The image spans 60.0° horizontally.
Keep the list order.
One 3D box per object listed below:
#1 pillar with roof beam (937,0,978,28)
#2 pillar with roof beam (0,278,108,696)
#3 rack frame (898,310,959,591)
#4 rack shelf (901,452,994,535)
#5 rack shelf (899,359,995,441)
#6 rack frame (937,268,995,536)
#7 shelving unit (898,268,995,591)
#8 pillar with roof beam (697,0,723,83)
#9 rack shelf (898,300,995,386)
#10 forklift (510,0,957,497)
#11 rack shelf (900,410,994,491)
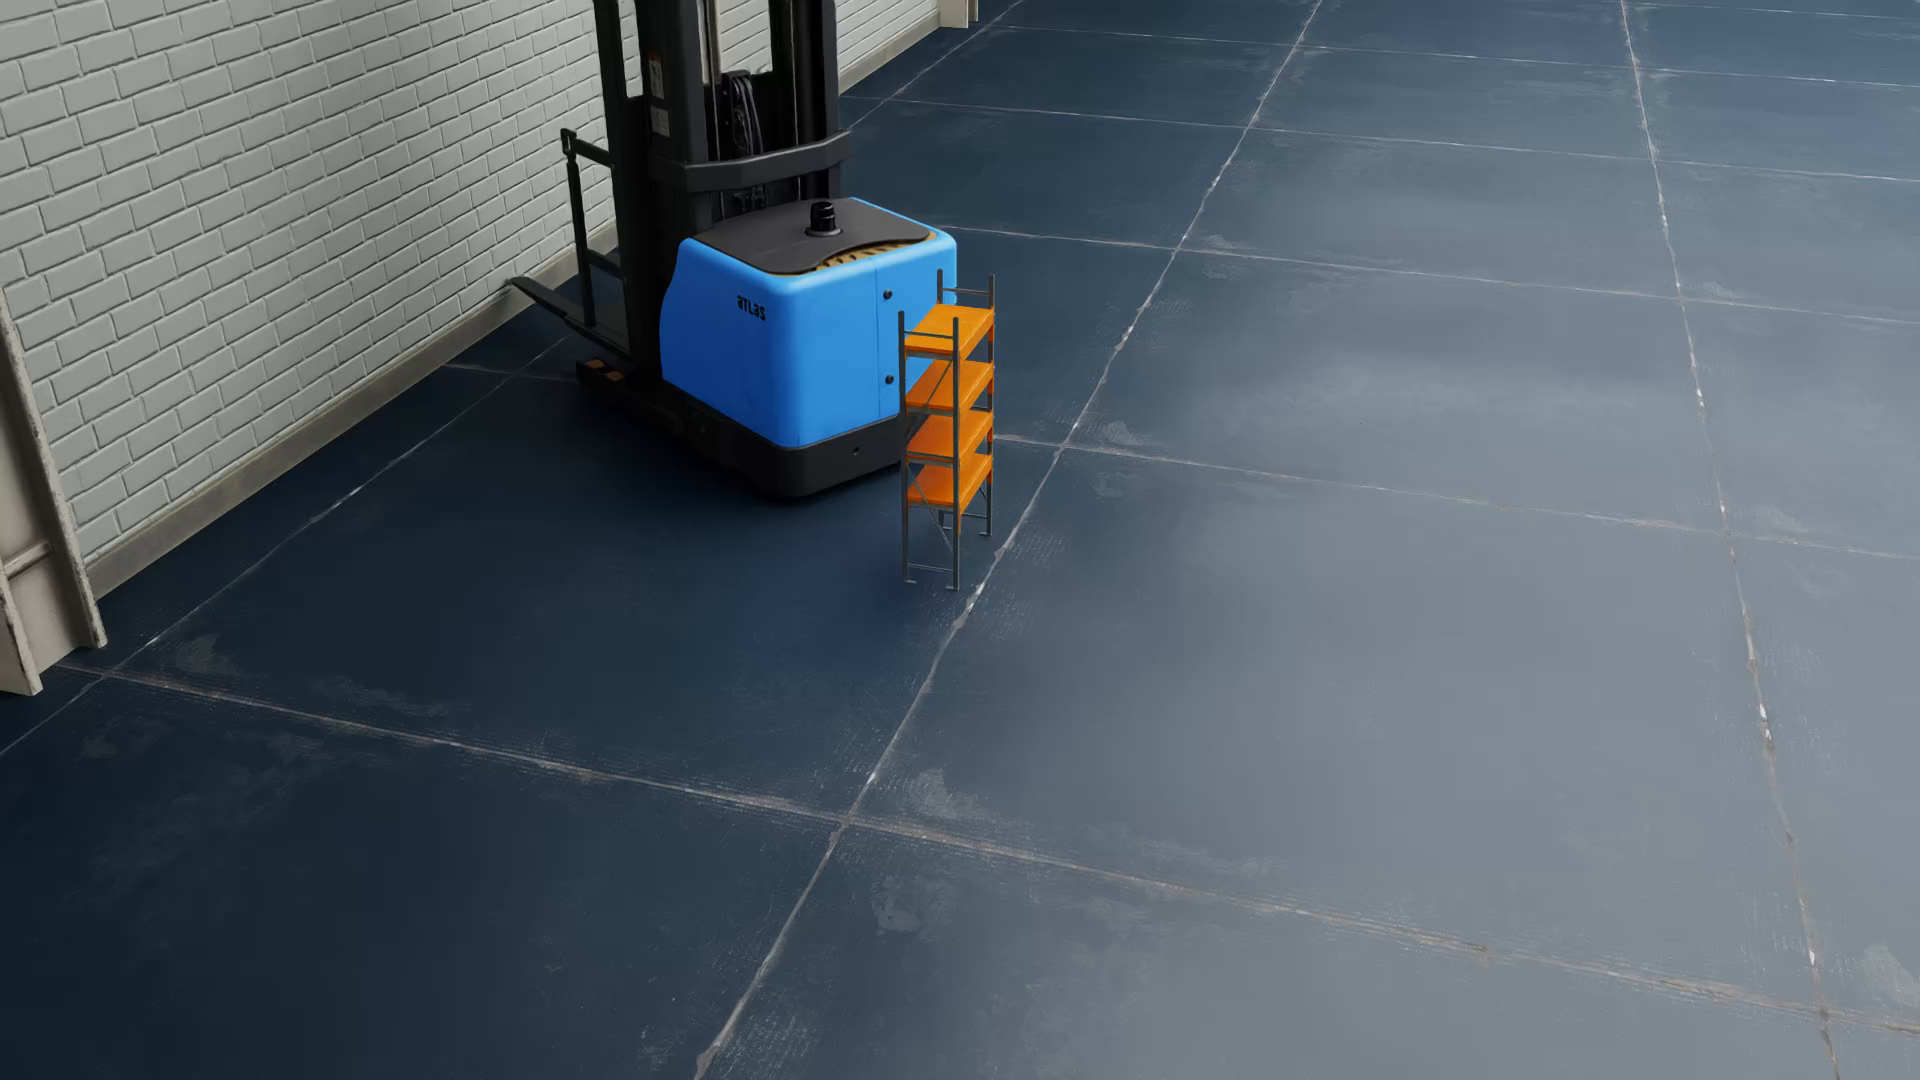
[{"bbox_3d":[4.089,-8.426,13.140,9.100,9.000,0.400,8,30,15],"label":"pillar with roof beam"},{"bbox_3d":[0.567,-2.850,3.116,9.100,9.000,0.400,8,30,15],"label":"pillar with roof beam"},{"bbox_3d":[-0.120,-0.334,6.616,0.240,1.200,0.015,8,30,15],"label":"rack frame"},{"bbox_3d":[-0.049,-0.215,6.949,0.258,0.148,0.480,8,30,15],"label":"rack shelf"},{"bbox_3d":[-0.049,-0.584,6.744,0.258,0.148,0.480,8,30,15],"label":"rack shelf"},{"bbox_3d":[0.023,-0.561,7.024,0.240,1.200,0.015,8,30,15],"label":"rack frame"},{"bbox_3d":[-0.049,-0.447,6.820,0.258,1.200,0.503,8,30,15],"label":"shelving unit"},{"bbox_3d":[2.328,-5.638,8.128,9.100,9.000,0.400,8,30,15],"label":"pillar with roof beam"},{"bbox_3d":[-0.049,-0.791,6.629,0.258,0.148,0.480,8,30,15],"label":"rack shelf"},{"bbox_3d":[-1.332,-2.115,8.037,1.130,2.935,3.031,-22,36,-34],"label":"forklift"},{"bbox_3d":[-0.049,-0.389,6.853,0.258,0.148,0.480,8,30,15],"label":"rack shelf"}]
